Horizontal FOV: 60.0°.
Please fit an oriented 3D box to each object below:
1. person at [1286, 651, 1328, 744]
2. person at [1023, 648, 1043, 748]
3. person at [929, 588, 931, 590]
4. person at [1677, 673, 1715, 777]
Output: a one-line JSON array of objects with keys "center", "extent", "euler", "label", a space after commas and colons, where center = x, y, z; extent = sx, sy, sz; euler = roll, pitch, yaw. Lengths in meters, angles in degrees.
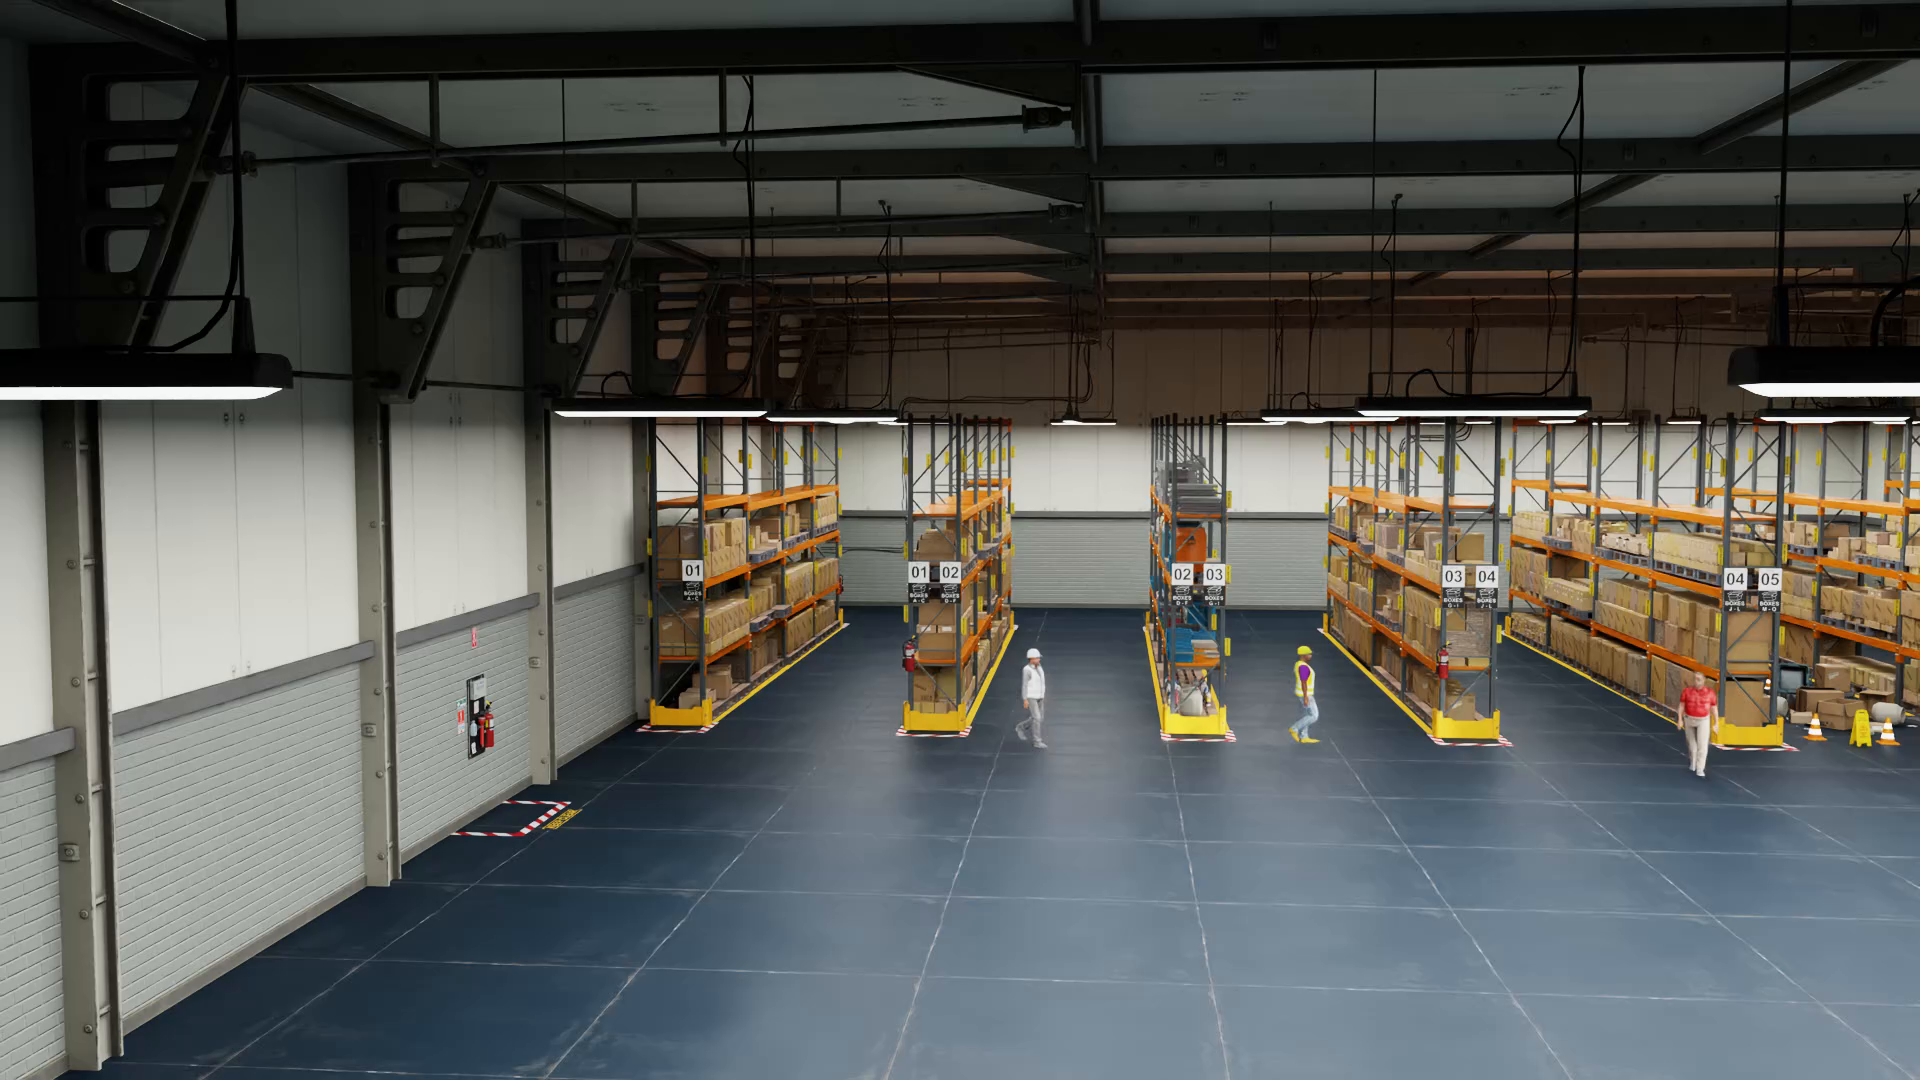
[{"center": [6.307, 2.854, 30.146], "extent": [0.748, 1.751, 0.590], "euler": [-3, 5, -37], "label": "person"}, {"center": [1.338, 2.859, 29.903], "extent": [0.407, 1.852, 0.591], "euler": [0, 4, -4], "label": "person"}, {"center": [-0.768, 1.682, 46.593], "extent": [0.583, 1.771, 0.633], "euler": [1, 4, 11], "label": "person"}, {"center": [12.152, 3.030, 27.494], "extent": [0.846, 1.686, 0.572], "euler": [-1, 4, -18], "label": "person"}]
